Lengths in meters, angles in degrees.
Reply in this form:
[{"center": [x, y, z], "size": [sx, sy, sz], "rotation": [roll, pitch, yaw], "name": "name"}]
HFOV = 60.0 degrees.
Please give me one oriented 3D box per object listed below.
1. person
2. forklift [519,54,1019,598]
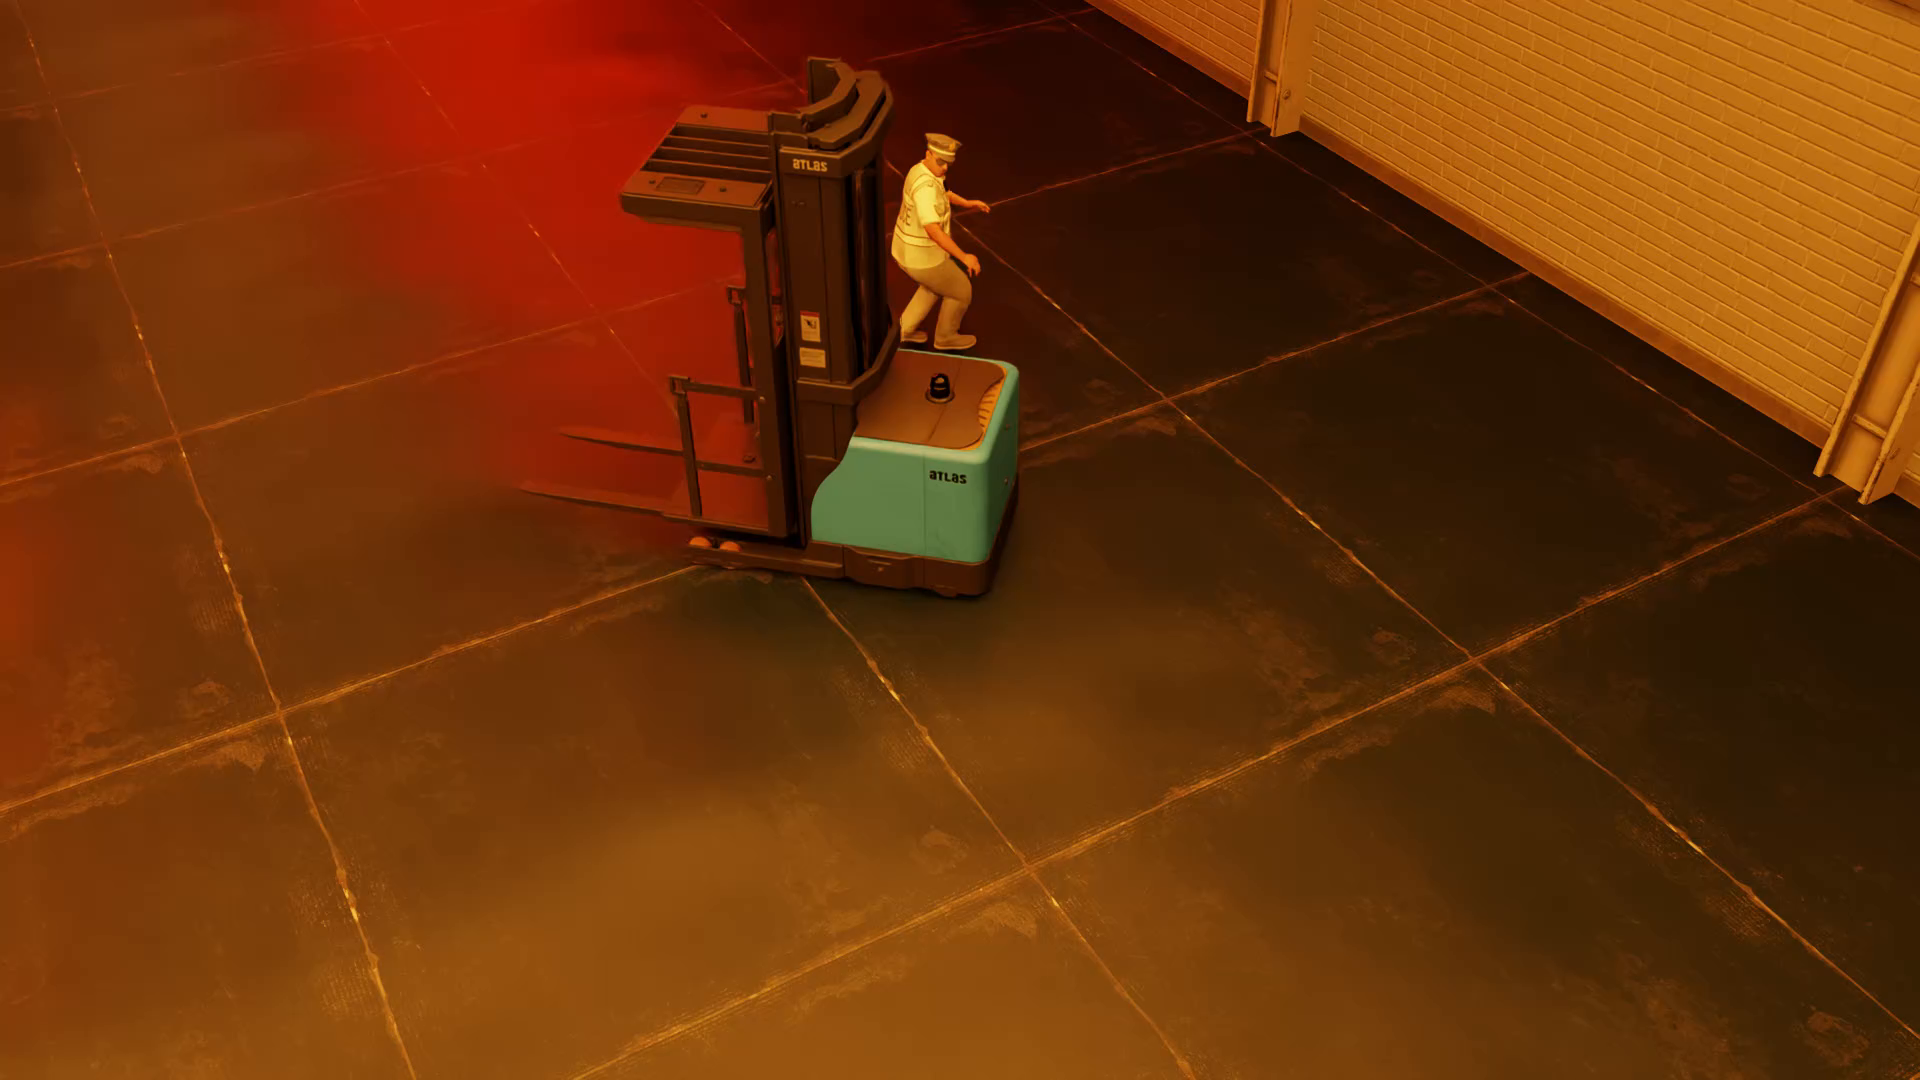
[{"center": [-0.076, -2.029, 11.486], "size": [0.789, 1.654, 0.843], "rotation": [-15, 42, -17], "name": "person"}, {"center": [-1.204, -1.273, 9.571], "size": [3.031, 2.935, 1.130], "rotation": [8, 40, 10], "name": "forklift"}]
